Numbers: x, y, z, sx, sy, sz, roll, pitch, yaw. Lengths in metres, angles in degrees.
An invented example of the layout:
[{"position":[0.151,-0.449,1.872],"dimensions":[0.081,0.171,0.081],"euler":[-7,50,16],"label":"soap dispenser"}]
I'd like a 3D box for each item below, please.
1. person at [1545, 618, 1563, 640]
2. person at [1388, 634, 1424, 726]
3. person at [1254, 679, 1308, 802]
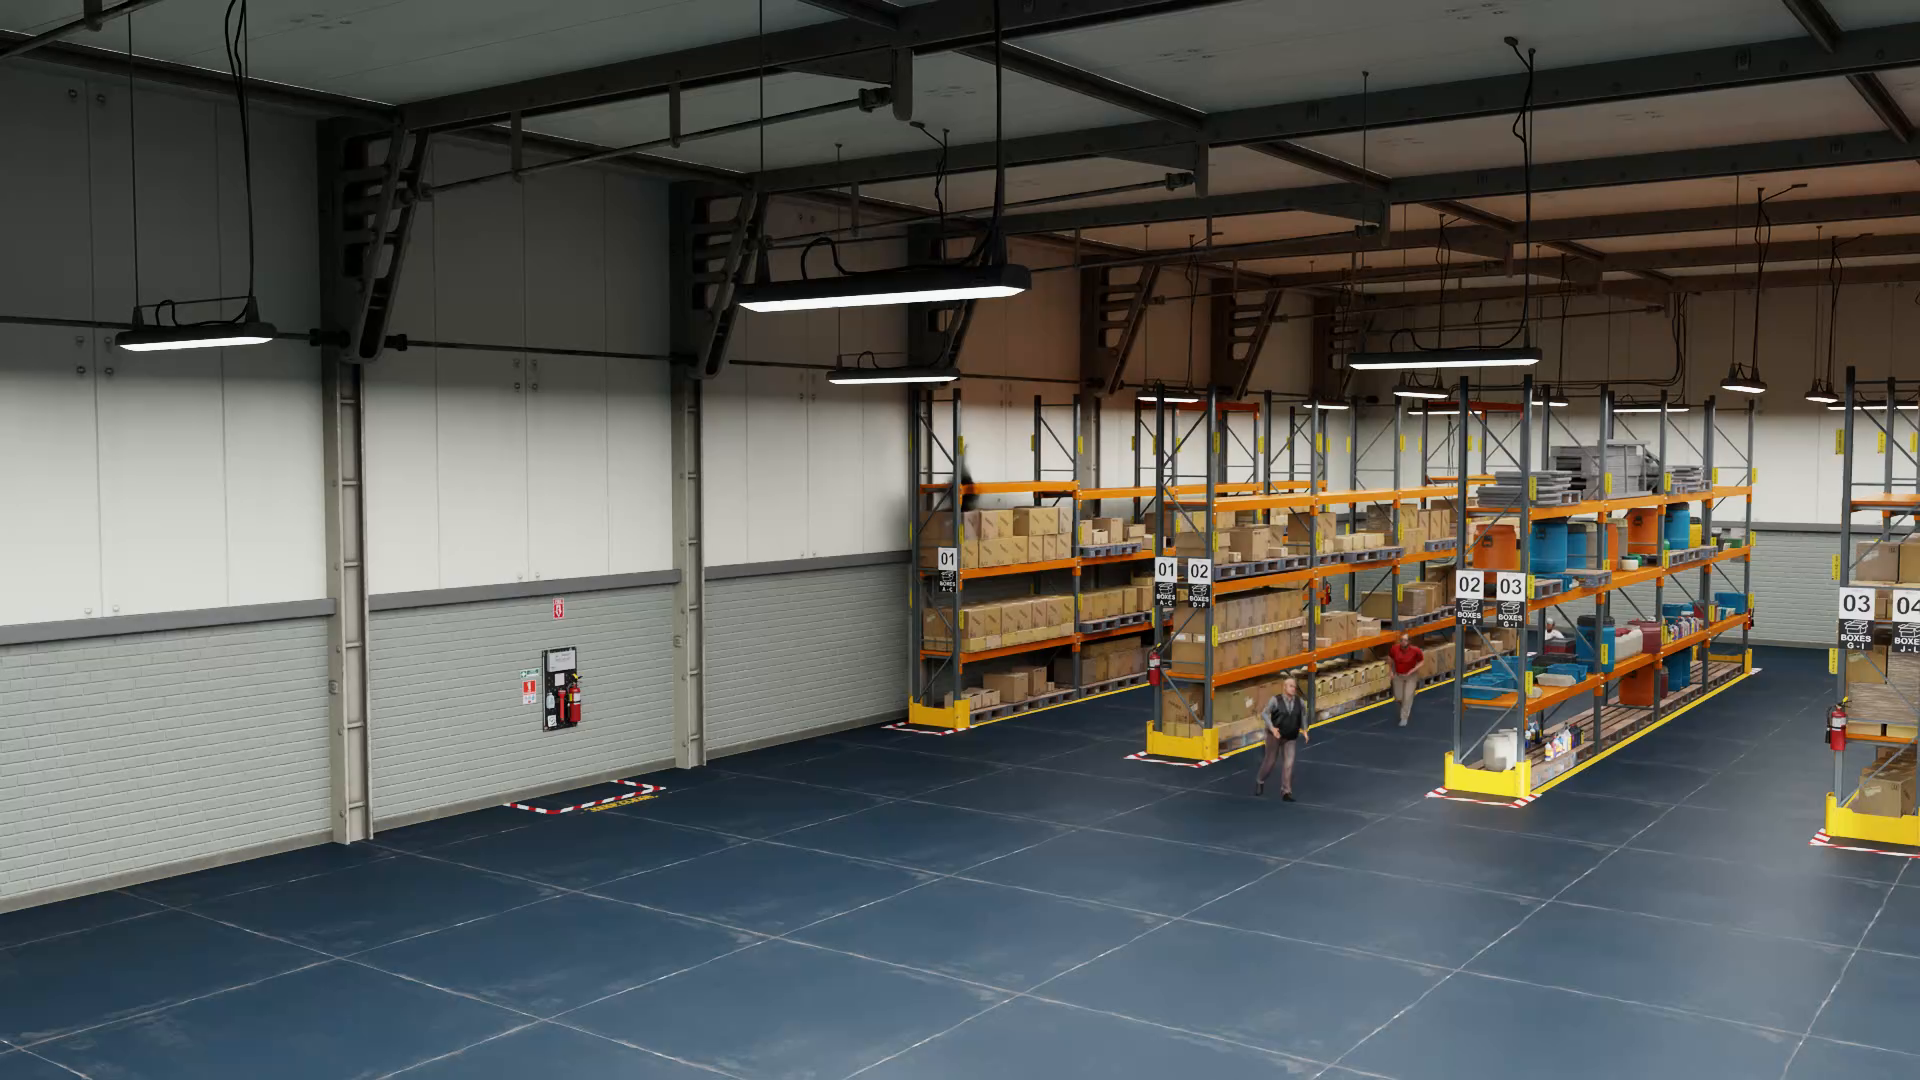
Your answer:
[{"position":[11.496,2.350,32.392],"dimensions":[0.502,1.683,0.788],"euler":[2,4,31],"label":"person"},{"position":[7.973,2.484,29.737],"dimensions":[0.632,1.658,0.717],"euler":[1,3,17],"label":"person"},{"position":[4.568,2.787,23.287],"dimensions":[0.697,1.701,0.977],"euler":[0,3,-8],"label":"person"}]
